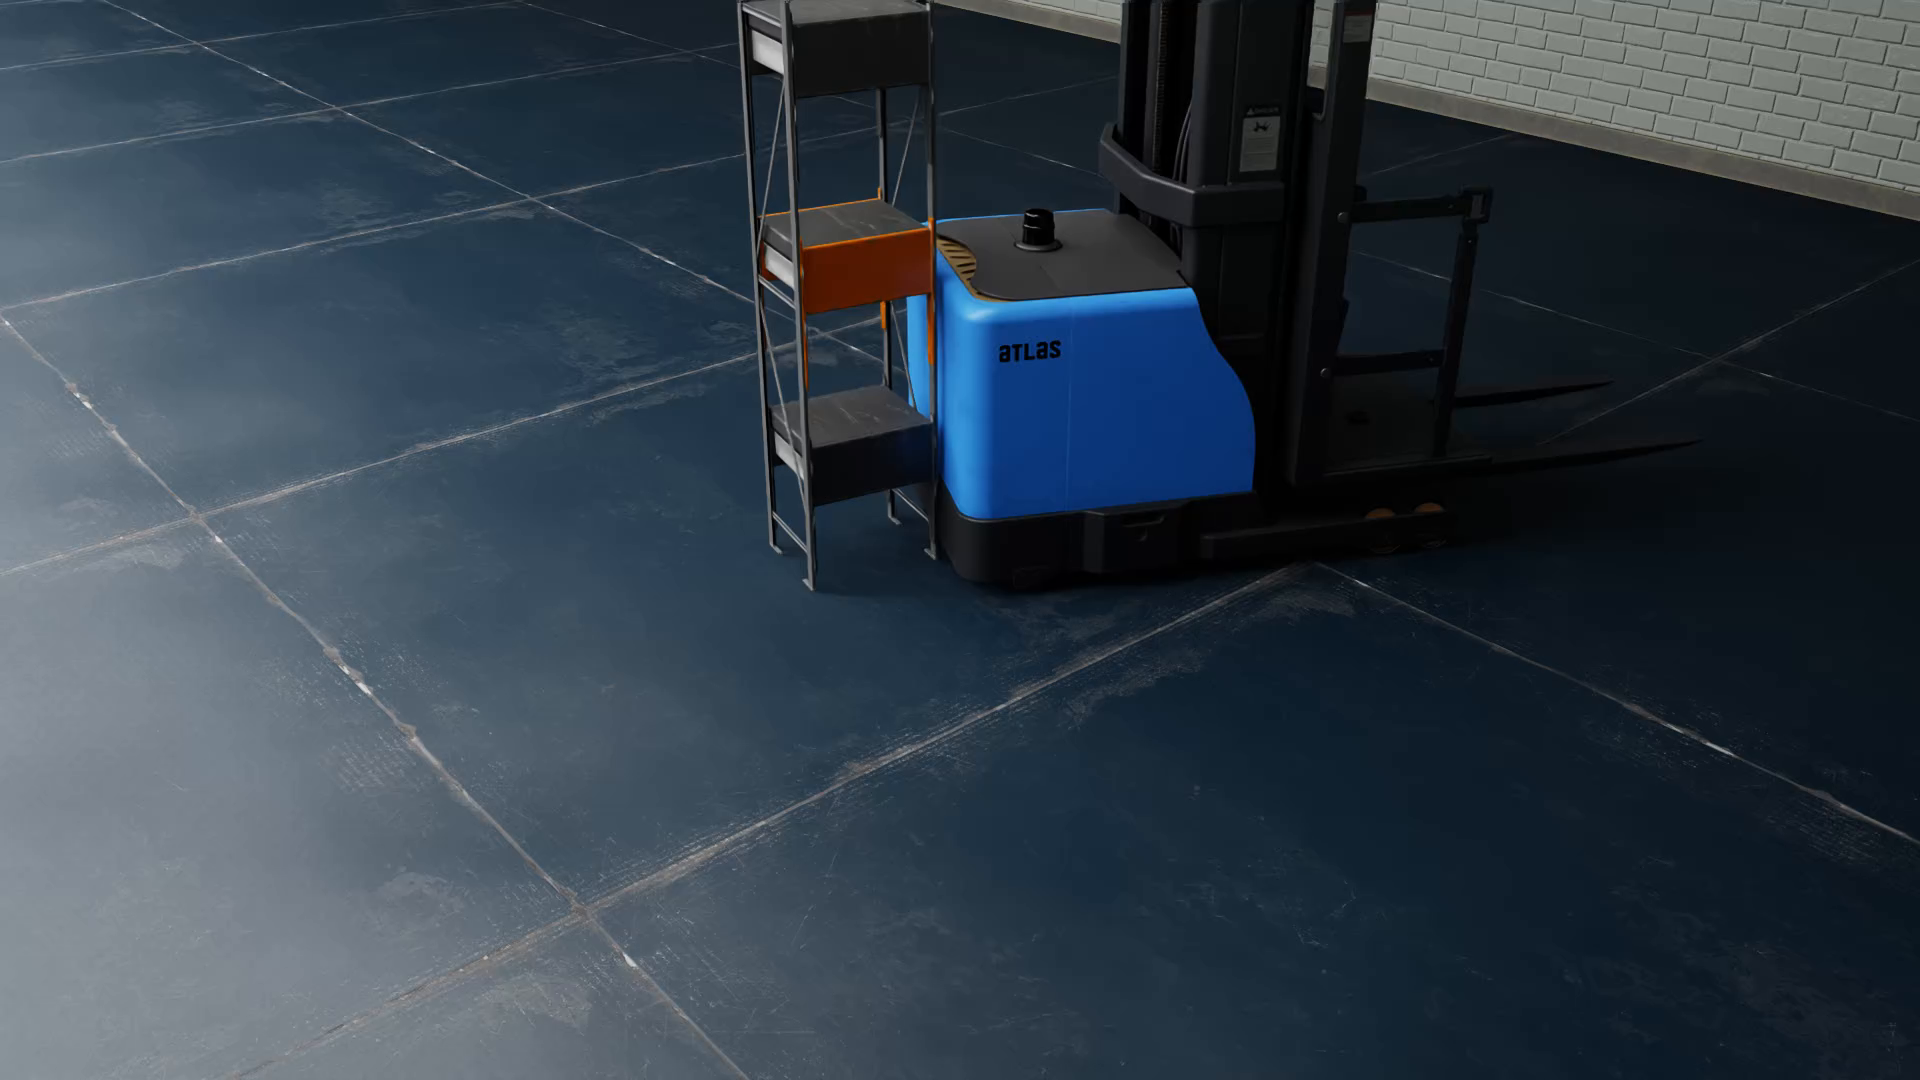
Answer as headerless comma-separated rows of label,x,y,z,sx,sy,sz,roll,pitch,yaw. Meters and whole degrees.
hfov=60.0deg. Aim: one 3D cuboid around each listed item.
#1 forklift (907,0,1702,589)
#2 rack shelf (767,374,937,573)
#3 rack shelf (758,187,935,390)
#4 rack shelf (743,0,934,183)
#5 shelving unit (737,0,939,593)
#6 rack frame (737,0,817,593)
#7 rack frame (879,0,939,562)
forklift,1.360,-1.476,5.903,3.031,2.935,1.130,-6,29,-12
rack shelf,-0.394,-0.248,6.001,0.480,0.518,0.431,-14,31,-24
rack shelf,-0.394,-0.866,5.671,0.480,0.518,0.431,-14,31,-24
rack shelf,-0.394,-1.483,5.341,0.480,0.518,0.431,-14,31,-24
shelving unit,-0.394,-0.878,5.665,0.503,2.100,0.431,-14,31,-24
rack frame,-0.609,-0.824,5.564,0.015,2.100,0.400,-14,31,-24
rack frame,-0.178,-0.932,5.766,0.015,2.100,0.400,-14,31,-24
